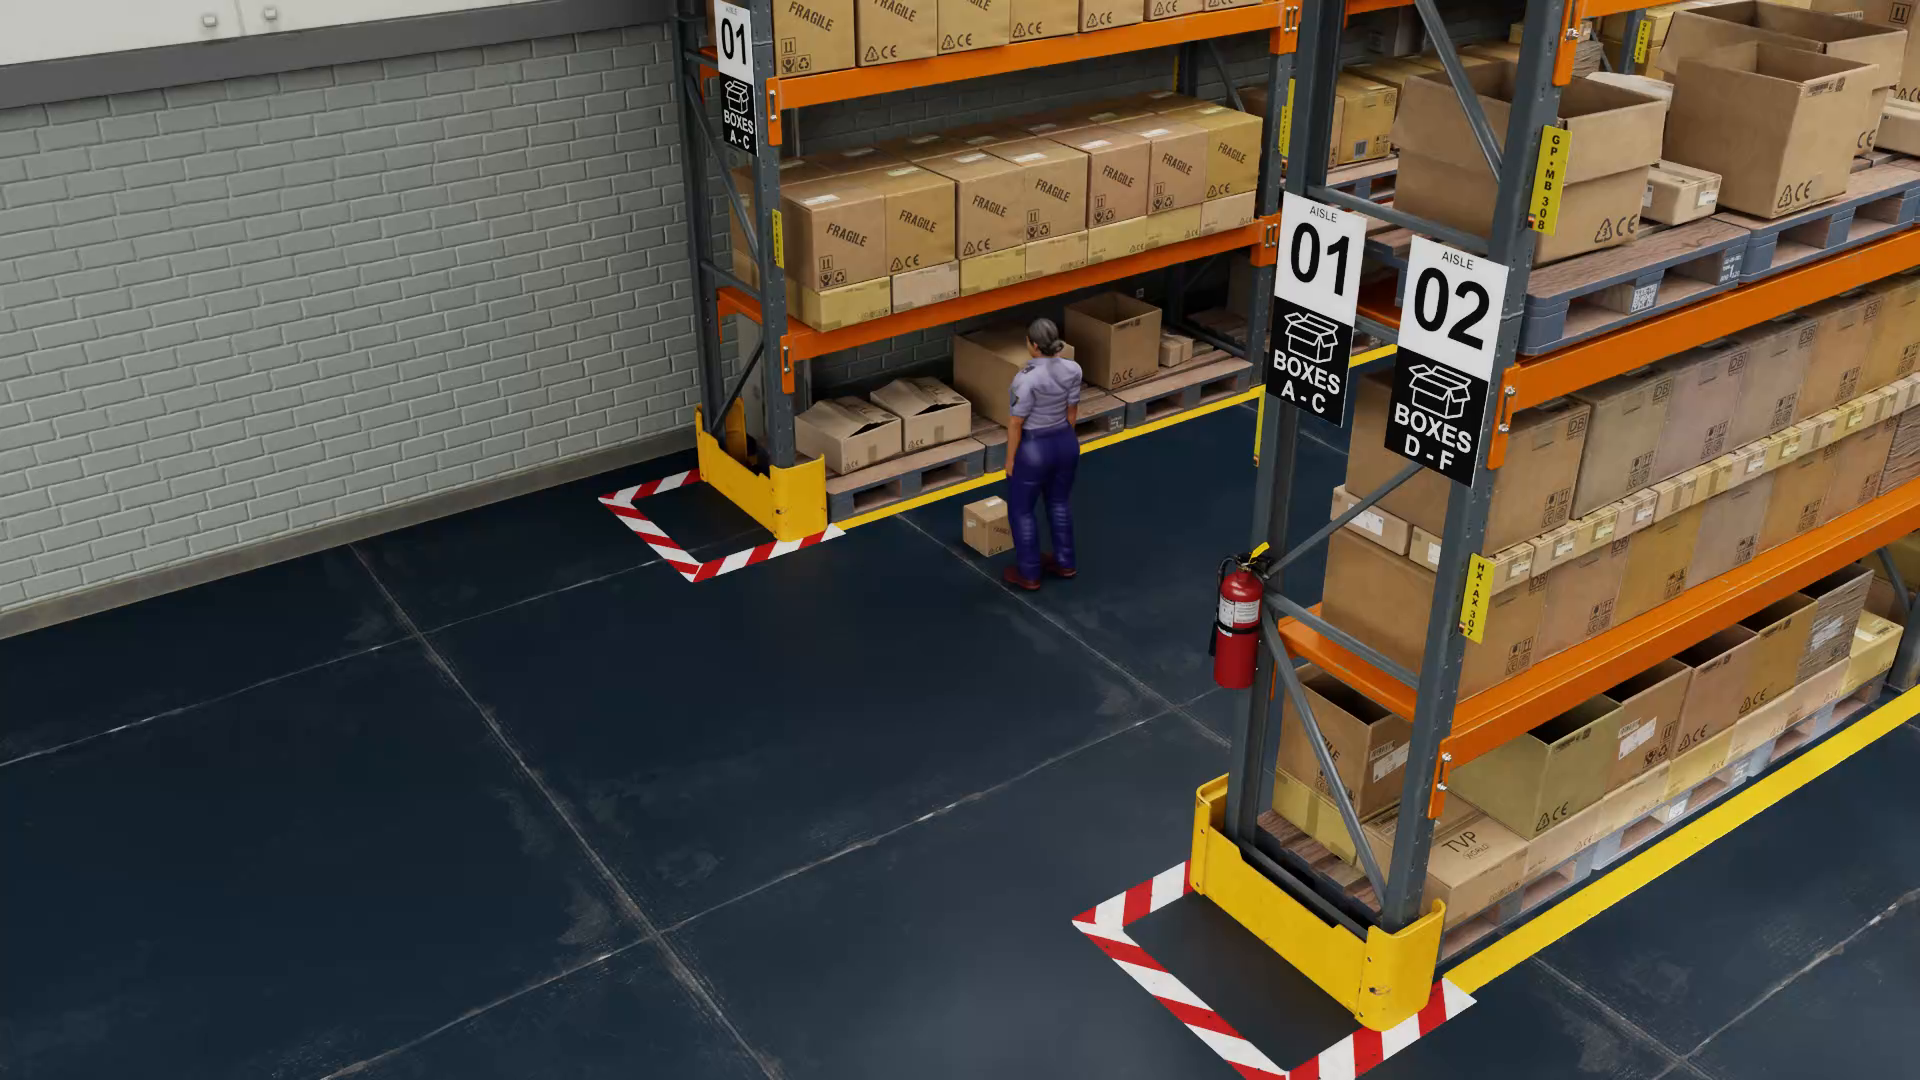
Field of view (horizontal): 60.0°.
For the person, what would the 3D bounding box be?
[{"bbox_3d":[0.456,-0.500,9.559,0.469,1.645,0.342,-18,34,-30],"label":"person"}]
